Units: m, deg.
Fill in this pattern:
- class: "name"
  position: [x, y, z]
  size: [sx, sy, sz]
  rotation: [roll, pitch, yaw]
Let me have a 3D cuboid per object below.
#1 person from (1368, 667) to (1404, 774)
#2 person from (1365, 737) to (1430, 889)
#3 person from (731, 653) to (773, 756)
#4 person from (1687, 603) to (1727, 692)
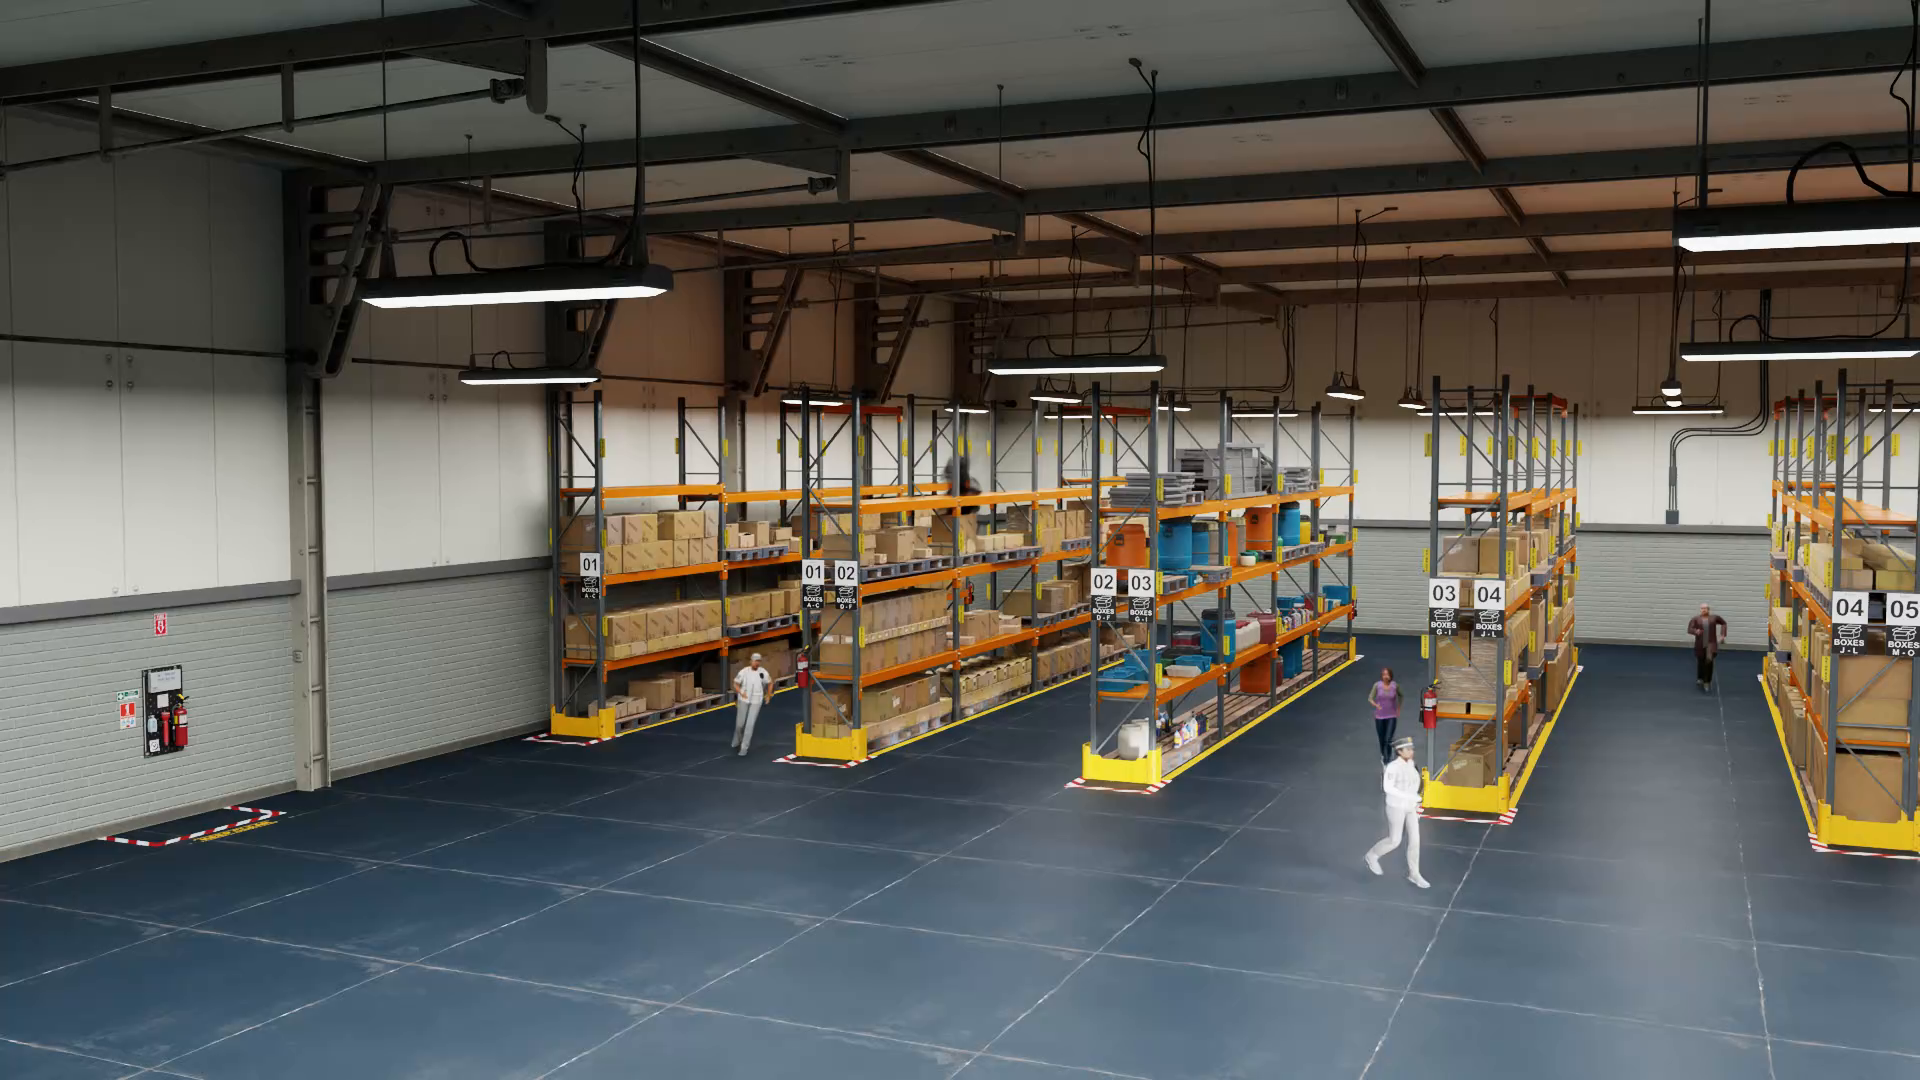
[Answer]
- class: "person"
  position: [6.606, 2.780, 25.826]
  size: [0.534, 1.595, 0.819]
  rotation: [1, 3, 20]
- class: "person"
  position: [5.069, 3.099, 19.167]
  size: [0.638, 1.715, 0.818]
  rotation: [-2, 4, -38]
- class: "person"
  position: [-3.412, 2.676, 27.341]
  size: [0.691, 1.643, 0.790]
  rotation: [0, 3, -9]
- class: "person"
  position: [15.467, 2.217, 34.447]
  size: [0.727, 1.824, 0.970]
  rotation: [2, 4, 30]
